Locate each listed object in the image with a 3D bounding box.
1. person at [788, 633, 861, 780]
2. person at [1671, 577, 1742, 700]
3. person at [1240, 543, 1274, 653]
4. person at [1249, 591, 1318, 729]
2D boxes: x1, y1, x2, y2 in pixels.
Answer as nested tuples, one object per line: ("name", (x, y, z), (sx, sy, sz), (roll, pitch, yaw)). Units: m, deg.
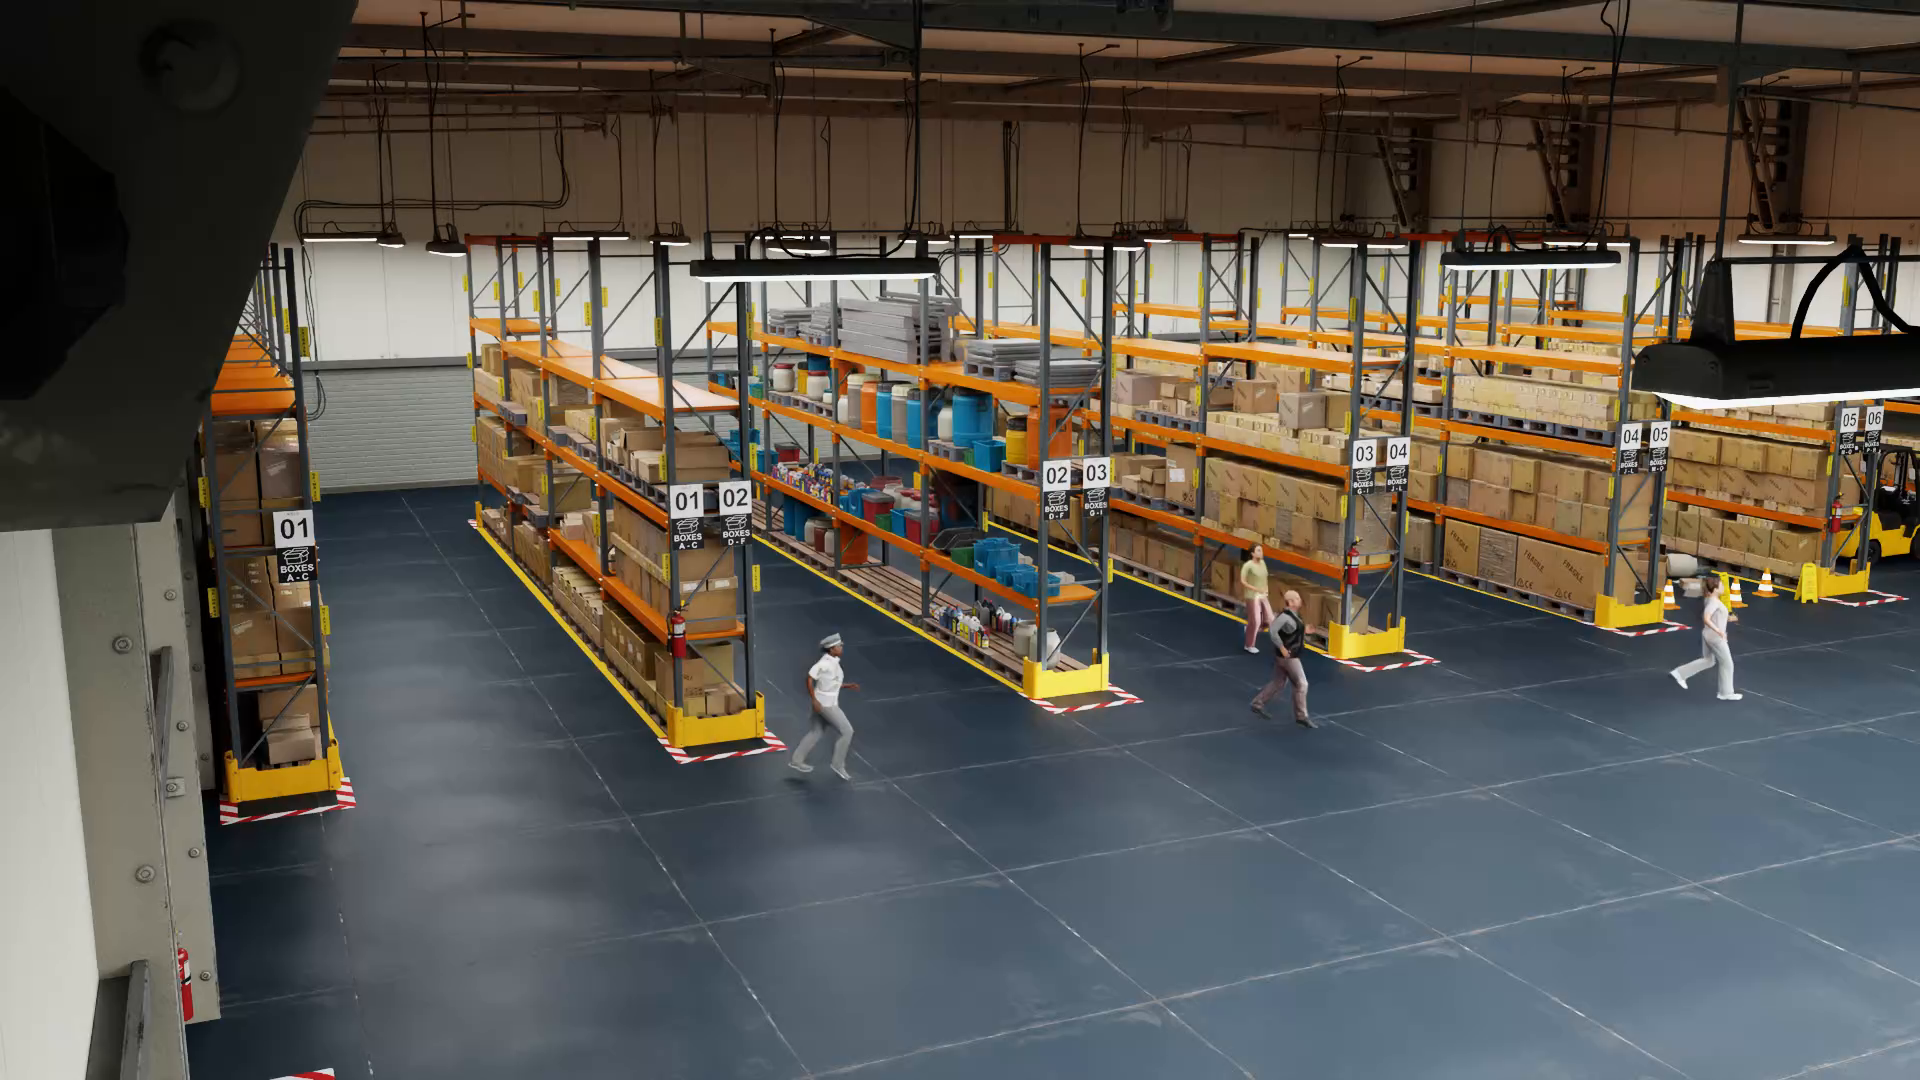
("person", (-1.542, 1.906, 18.994), (0.837, 1.723, 0.486), (-1, 11, -7))
("person", (9.969, 1.298, 22.070), (0.895, 1.643, 0.576), (2, 11, 12))
("person", (4.345, 0.844, 24.346), (0.606, 1.634, 0.565), (-8, 13, -35))
("person", (4.099, 1.491, 20.929), (0.858, 1.766, 0.636), (1, 11, 8))
